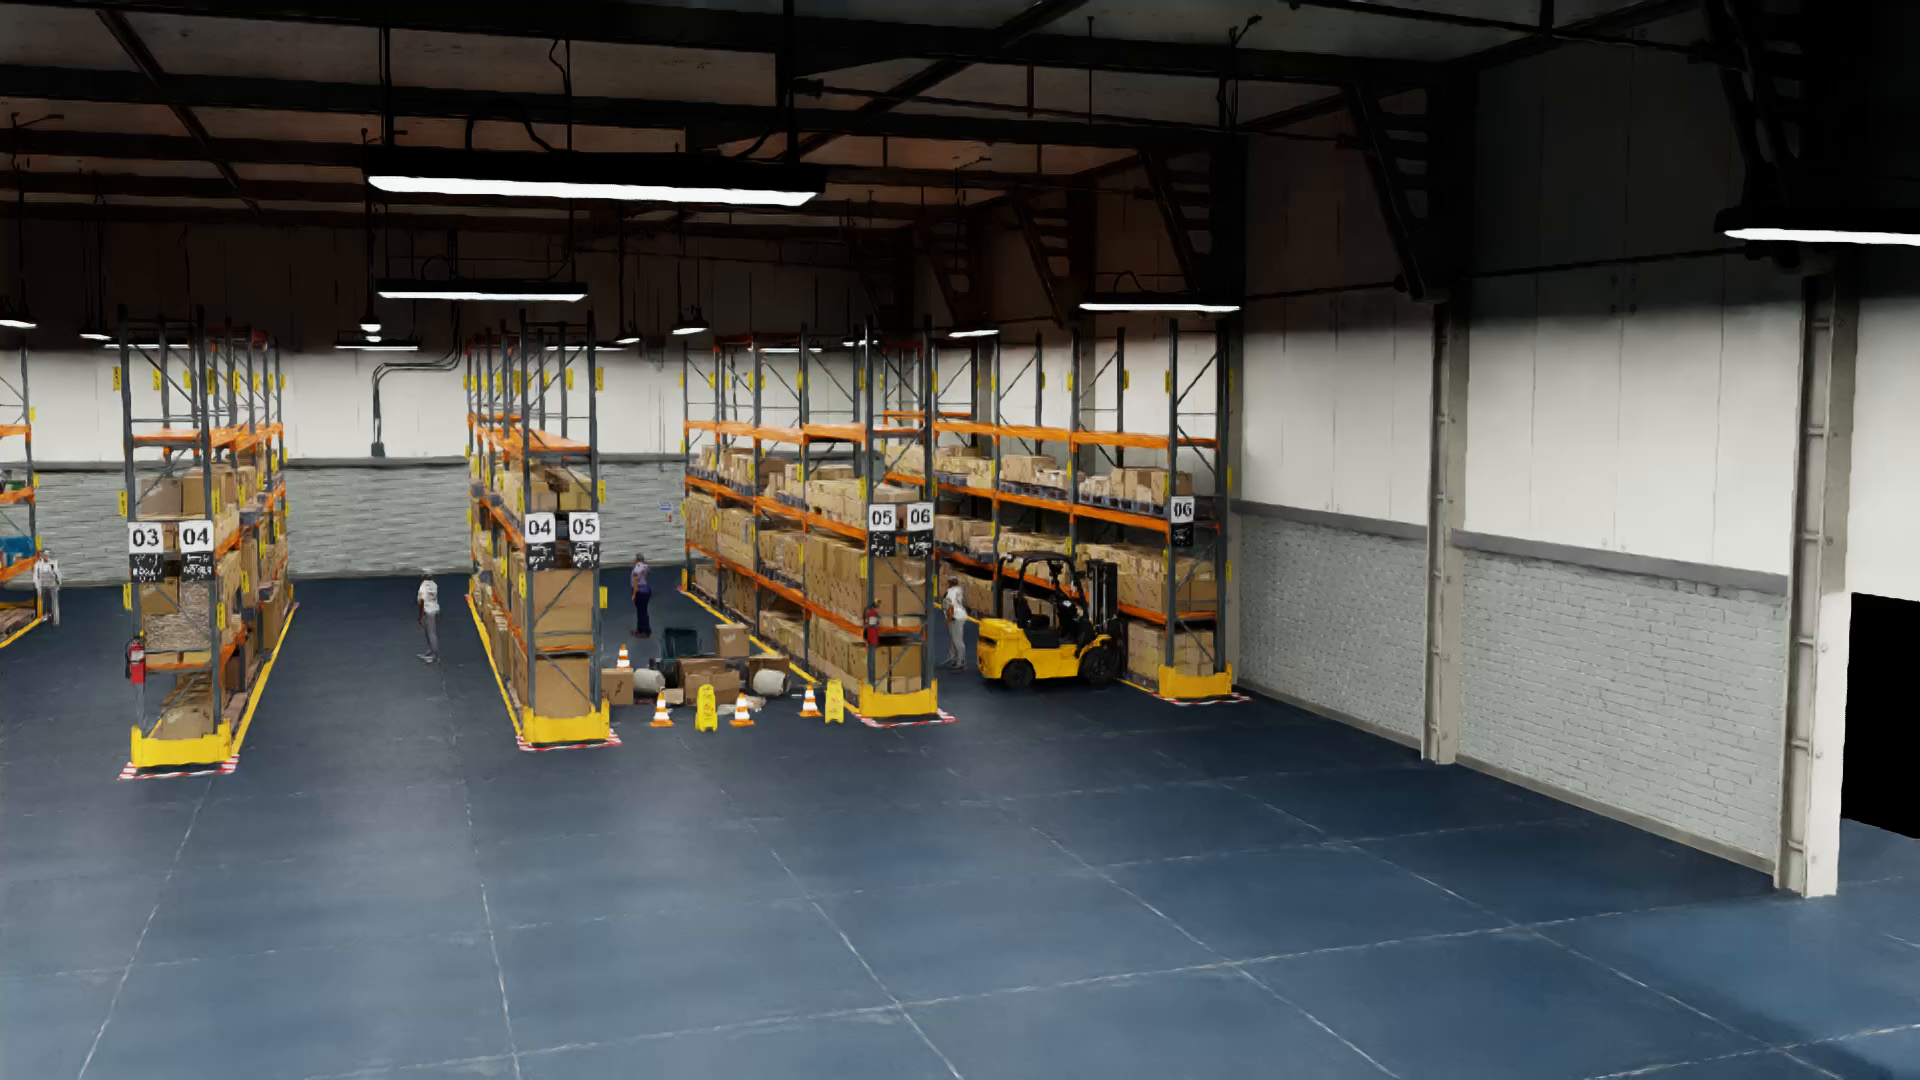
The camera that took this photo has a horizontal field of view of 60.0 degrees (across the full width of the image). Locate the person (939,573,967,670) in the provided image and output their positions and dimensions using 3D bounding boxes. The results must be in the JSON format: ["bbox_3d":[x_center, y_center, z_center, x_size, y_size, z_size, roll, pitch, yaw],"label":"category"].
[{"bbox_3d":[-0.128,1.410,29.072,0.556,1.659,0.598,1,6,12],"label":"person"}]

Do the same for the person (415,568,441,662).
[{"bbox_3d":[-9.555,1.331,29.843,0.545,1.664,0.574,1,6,10],"label":"person"}]

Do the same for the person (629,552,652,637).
[{"bbox_3d":[-6.322,1.063,32.848,0.534,1.646,0.557,1,6,10],"label":"person"}]

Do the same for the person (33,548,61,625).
[{"bbox_3d":[-18.801,0.936,34.258,0.511,1.598,1.057,-3,6,-28],"label":"person"}]
